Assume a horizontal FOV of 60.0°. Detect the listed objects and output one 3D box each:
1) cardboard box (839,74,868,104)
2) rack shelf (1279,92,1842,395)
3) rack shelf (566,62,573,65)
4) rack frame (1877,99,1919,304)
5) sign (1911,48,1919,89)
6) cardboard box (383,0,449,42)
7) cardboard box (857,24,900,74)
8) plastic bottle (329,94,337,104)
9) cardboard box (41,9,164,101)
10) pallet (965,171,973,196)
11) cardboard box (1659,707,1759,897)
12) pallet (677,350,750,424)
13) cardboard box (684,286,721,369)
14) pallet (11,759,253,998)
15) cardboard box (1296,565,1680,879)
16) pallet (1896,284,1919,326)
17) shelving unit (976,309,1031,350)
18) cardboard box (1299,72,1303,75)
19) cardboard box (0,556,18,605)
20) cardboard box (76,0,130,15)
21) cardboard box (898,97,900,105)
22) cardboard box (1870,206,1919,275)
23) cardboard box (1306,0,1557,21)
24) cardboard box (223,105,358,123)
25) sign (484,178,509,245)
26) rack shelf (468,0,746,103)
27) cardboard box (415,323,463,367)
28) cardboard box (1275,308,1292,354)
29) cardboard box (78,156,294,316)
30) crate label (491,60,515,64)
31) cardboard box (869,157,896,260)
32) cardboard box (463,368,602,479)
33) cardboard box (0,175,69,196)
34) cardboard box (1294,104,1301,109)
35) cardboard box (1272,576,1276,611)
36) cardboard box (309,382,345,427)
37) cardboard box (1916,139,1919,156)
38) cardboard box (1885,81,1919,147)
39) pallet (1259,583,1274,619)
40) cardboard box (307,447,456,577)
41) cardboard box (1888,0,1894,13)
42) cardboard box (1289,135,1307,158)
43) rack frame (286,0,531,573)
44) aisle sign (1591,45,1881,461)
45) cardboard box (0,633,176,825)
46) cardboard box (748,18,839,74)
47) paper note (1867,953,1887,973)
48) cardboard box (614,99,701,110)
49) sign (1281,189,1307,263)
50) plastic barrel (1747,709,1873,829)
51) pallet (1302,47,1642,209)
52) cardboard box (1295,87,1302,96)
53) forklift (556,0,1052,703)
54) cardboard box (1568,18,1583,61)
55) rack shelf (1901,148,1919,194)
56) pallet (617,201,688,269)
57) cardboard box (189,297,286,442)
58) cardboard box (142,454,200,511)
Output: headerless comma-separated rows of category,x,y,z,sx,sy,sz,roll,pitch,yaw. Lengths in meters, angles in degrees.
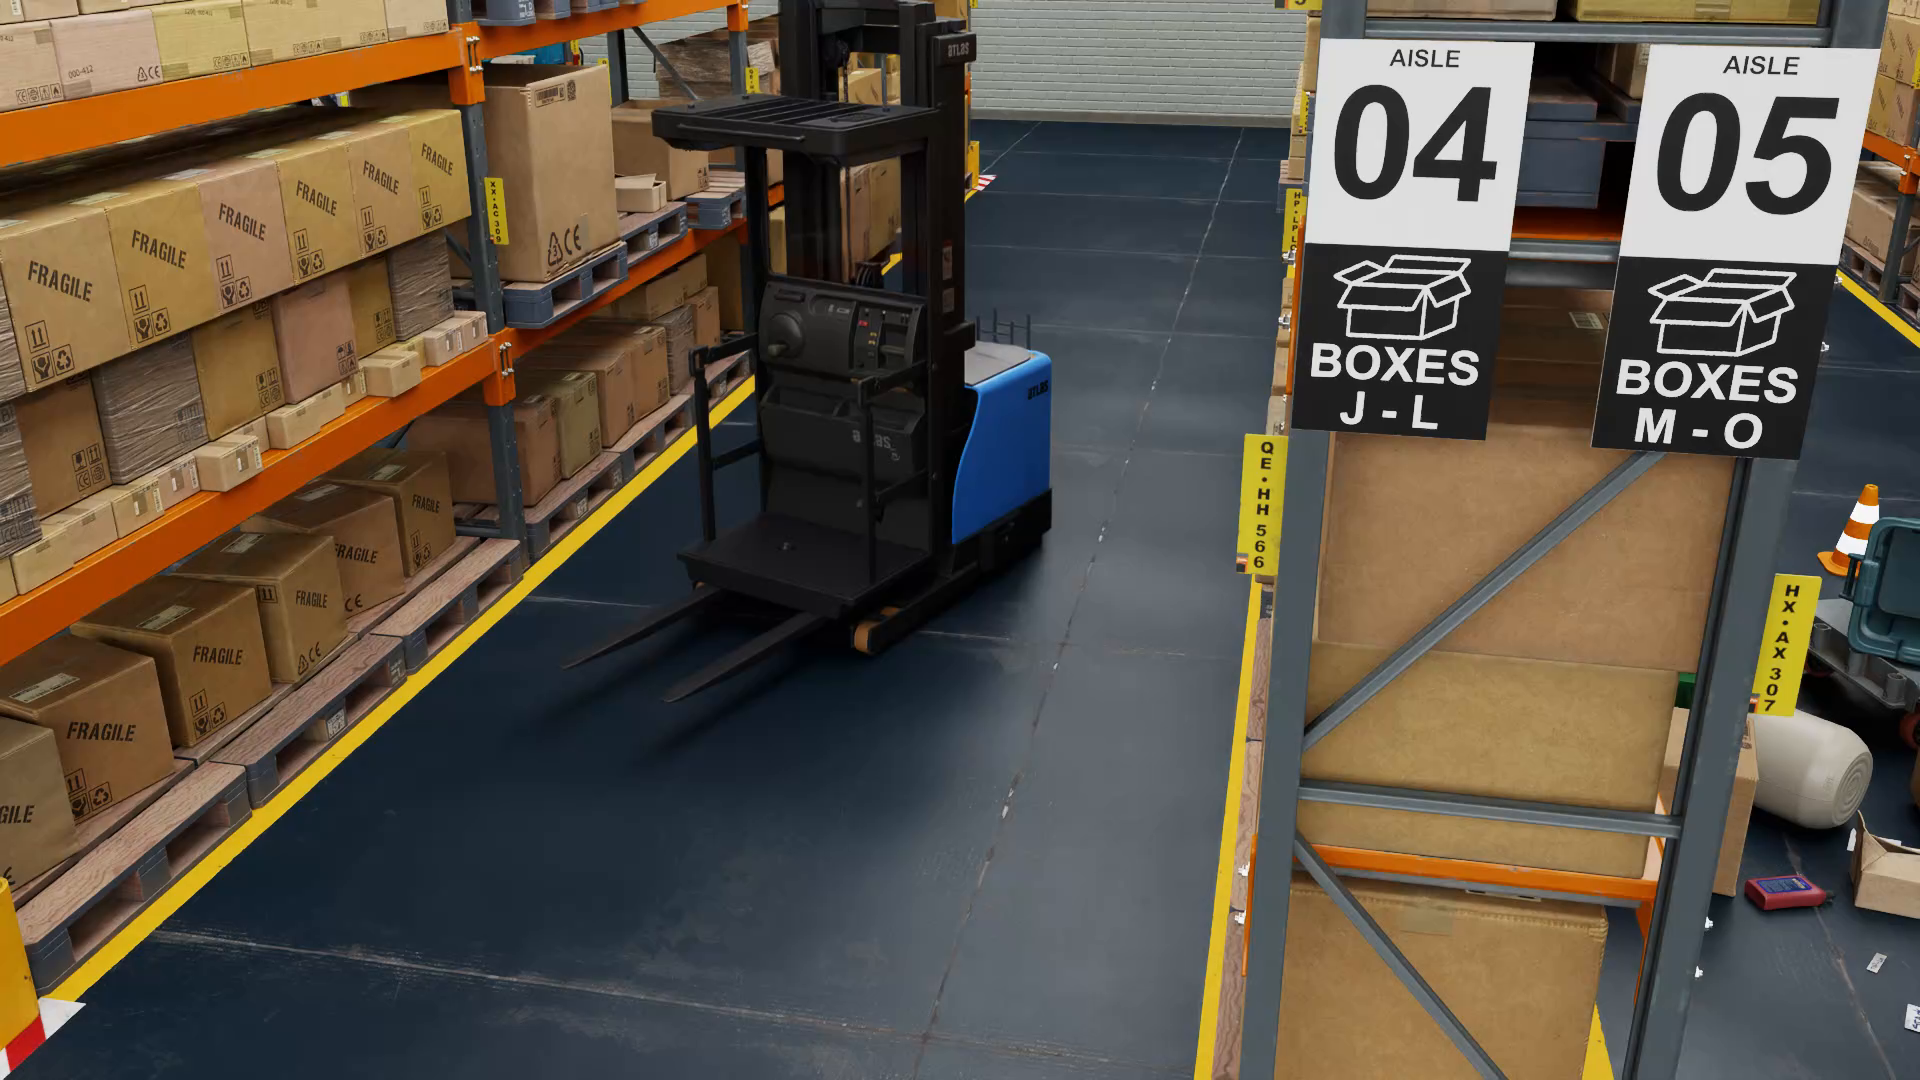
cardboard box,-1.127,-3.859,14.787,0.500,0.500,0.500,5,23,13
rack shelf,1.604,-1.171,5.193,1.077,0.370,4.000,4,22,11
rack shelf,-5.632,-4.960,18.618,1.077,0.370,4.000,4,22,11
rack frame,8.511,-3.430,13.854,1.000,3.000,0.127,4,22,11
sign,7.967,-3.910,13.781,0.100,0.325,0.005,4,22,11
cardboard box,-2.661,-2.395,7.470,0.500,0.250,0.500,5,23,13
cardboard box,-0.843,-4.757,15.949,0.500,0.500,0.500,4,22,11
plastic bottle,-5.945,-4.111,15.612,0.144,0.351,0.185,4,22,11
cardboard box,-3.084,-1.645,5.608,0.500,0.250,0.500,4,22,11
pallet,-0.461,-4.056,19.142,1.003,0.211,1.213,4,22,11
cardboard box,2.700,0.960,6.297,0.500,0.500,0.500,8,23,20
pallet,-2.168,-1.143,11.909,1.003,0.211,1.213,4,22,11
cardboard box,-2.124,-1.520,11.870,0.700,0.500,0.500,3,22,8
pallet,-3.424,1.175,6.154,1.003,0.211,1.213,4,22,11
cardboard box,1.227,0.410,4.120,0.875,0.550,0.550,4,22,11
pallet,8.427,-1.848,13.660,1.003,0.211,1.213,4,22,11
shelving unit,0.242,-0.695,9.472,0.258,1.200,0.189,13,25,30
cardboard box,2.954,-3.728,13.573,0.380,0.149,0.250,4,22,10
cardboard box,-3.278,0.144,5.317,0.380,0.149,0.250,4,22,11
cardboard box,-3.058,-1.859,5.607,0.380,0.149,0.250,3,22,8
cardboard box,-0.751,-4.248,16.221,0.380,0.149,0.250,4,22,9
cardboard box,8.744,-2.657,14.804,0.875,0.438,0.875,4,22,10
cardboard box,1.022,-1.283,3.615,0.500,0.250,0.500,5,22,12
cardboard box,-3.164,-1.762,7.844,0.500,0.500,0.500,4,22,11
sign,-2.291,-1.622,8.208,0.100,0.325,0.005,4,22,11
rack shelf,-2.415,-3.049,9.856,1.077,0.370,4.000,4,22,11
cardboard box,-2.640,-0.951,8.036,0.380,0.149,0.250,4,22,11
cardboard box,2.440,-0.923,10.079,1.050,0.750,0.750,5,22,12
cardboard box,-2.955,-1.174,6.382,0.500,0.500,0.500,4,22,11
crate label,-5.319,-5.410,19.045,0.396,0.136,0.243,4,22,11
cardboard box,-1.302,-3.159,15.464,1.225,0.875,0.875,5,22,11
cardboard box,-2.561,-0.700,9.833,0.700,0.500,0.500,4,22,11
cardboard box,-3.568,-1.031,6.027,0.500,0.500,0.500,4,22,11
cardboard box,2.533,-2.967,11.684,0.380,0.149,0.250,4,22,10
cardboard box,1.815,0.171,7.195,0.875,0.875,0.875,5,22,12
cardboard box,-2.883,-0.588,7.136,0.380,0.149,0.250,4,22,11
cardboard box,8.162,-3.219,13.533,0.500,0.250,0.500,4,22,10
cardboard box,8.355,-3.665,14.305,0.500,0.500,0.500,5,22,11
pallet,2.095,0.161,8.671,1.003,0.211,1.213,4,22,11
cardboard box,-2.944,-0.151,8.498,0.500,0.500,0.500,4,22,9
cardboard box,8.585,-4.840,15.017,0.380,0.149,0.250,4,22,10
cardboard box,2.483,-2.739,11.515,0.380,0.149,0.250,5,22,12
rack frame,-2.823,-1.259,8.465,1.000,3.000,0.127,4,22,11
aisle sign,1.475,-0.539,3.196,0.394,0.787,0.004,4,22,11
cardboard box,-3.407,0.720,6.335,0.500,0.500,0.500,11,24,25
cardboard box,-1.465,-4.213,14.321,0.797,0.503,0.637,5,22,12
paper note,3.157,1.455,5.726,0.032,0.001,0.123,18,28,38
cardboard box,-2.078,-2.763,11.503,0.500,0.500,0.500,2,22,4
sign,1.478,-1.382,7.327,0.100,0.325,0.005,4,22,11
plastic barrel,3.282,0.883,6.596,0.421,0.421,0.512,-16,27,-35
pallet,1.337,-1.004,3.934,1.003,0.211,1.213,4,22,11
cardboard box,2.745,-3.348,12.630,0.380,0.149,0.250,6,23,14
forklift,-0.702,-1.008,7.933,1.130,2.935,3.031,13,26,30
cardboard box,1.733,-1.276,4.132,0.380,0.149,0.250,5,22,11
rack shelf,8.102,-2.365,12.173,1.077,0.370,4.000,4,22,11
pallet,-2.371,-1.906,10.328,1.003,0.211,1.213,4,22,11
cardboard box,-3.258,-0.733,6.628,0.875,0.500,0.500,4,22,11
cardboard box,-3.099,-0.224,6.230,0.380,0.149,0.250,4,22,11
